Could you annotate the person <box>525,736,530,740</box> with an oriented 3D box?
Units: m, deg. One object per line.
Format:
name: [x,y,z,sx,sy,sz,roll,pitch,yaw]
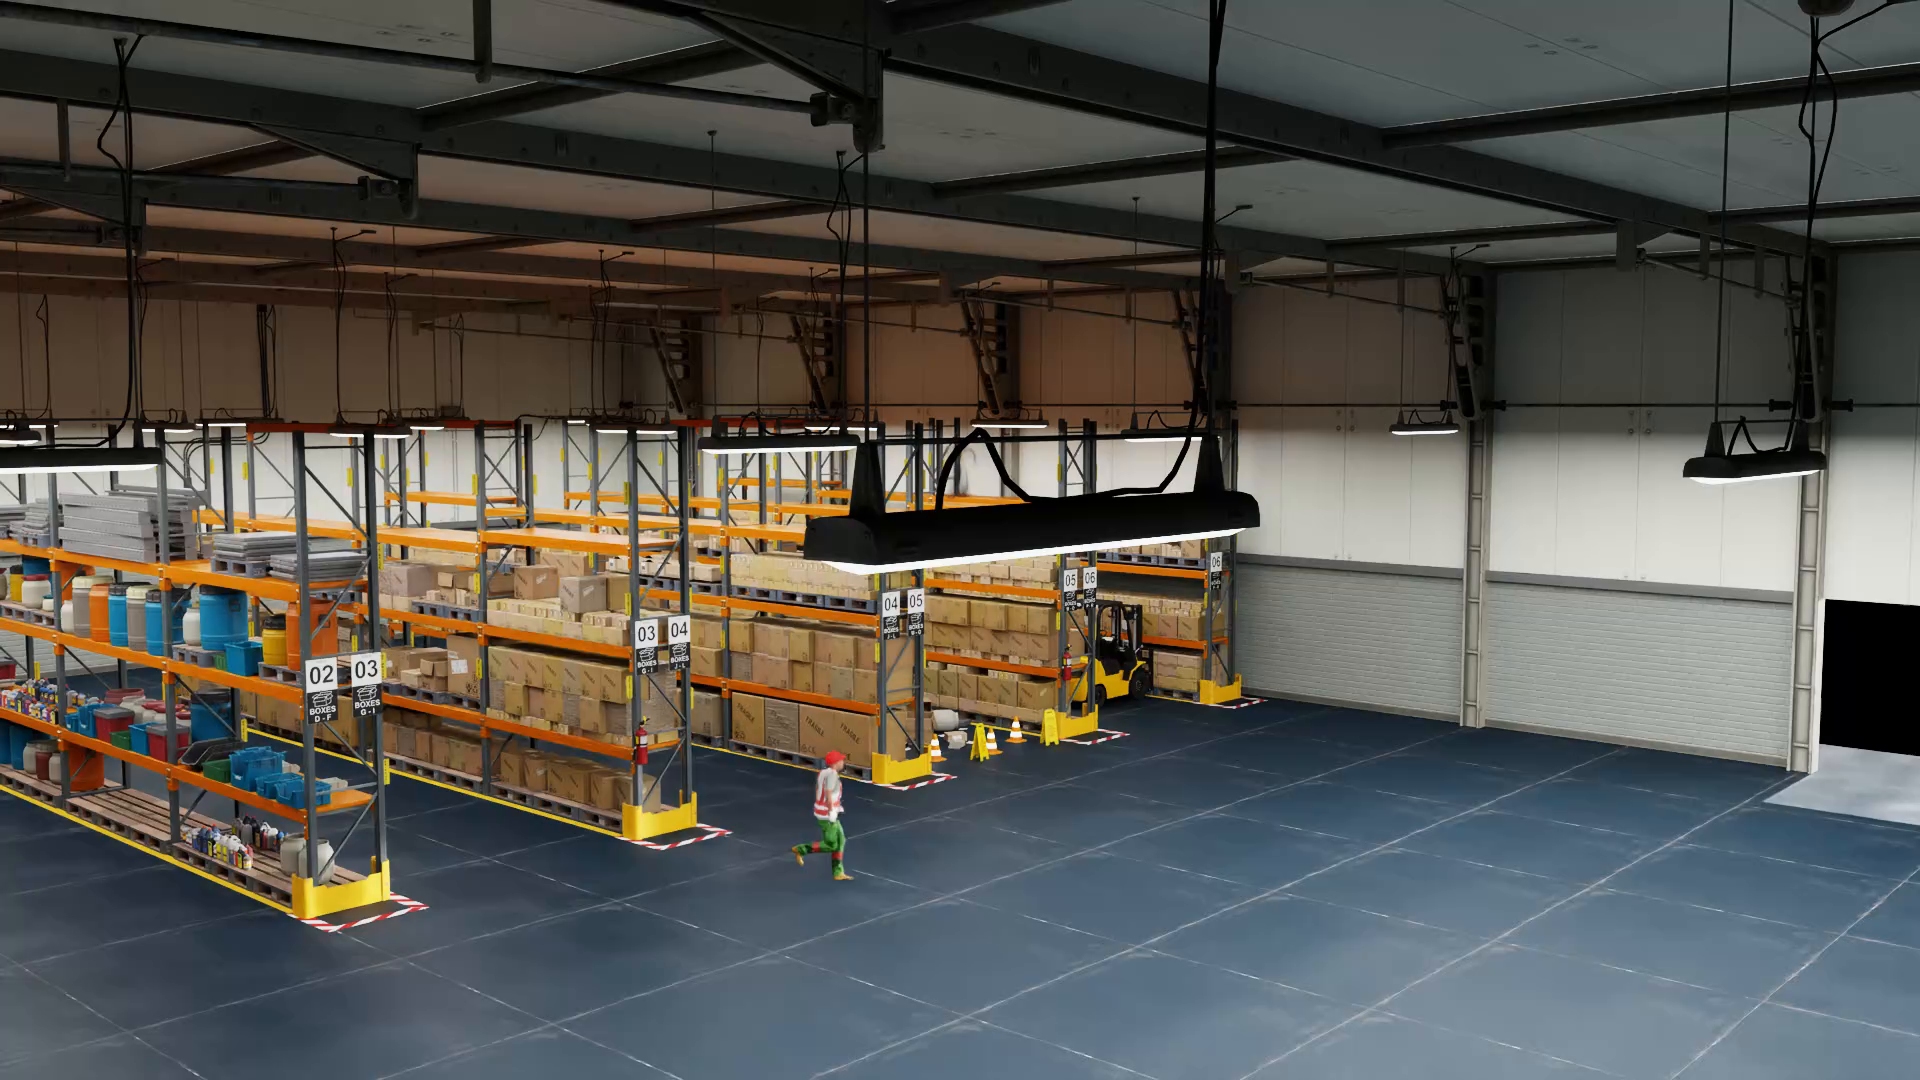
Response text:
person: [-8.420,2.932,31.414,1.056,1.729,0.691,3,5,31]

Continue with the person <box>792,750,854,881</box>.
person: [-1.831,3.680,22.074,0.837,1.758,0.675,-1,5,-15]
